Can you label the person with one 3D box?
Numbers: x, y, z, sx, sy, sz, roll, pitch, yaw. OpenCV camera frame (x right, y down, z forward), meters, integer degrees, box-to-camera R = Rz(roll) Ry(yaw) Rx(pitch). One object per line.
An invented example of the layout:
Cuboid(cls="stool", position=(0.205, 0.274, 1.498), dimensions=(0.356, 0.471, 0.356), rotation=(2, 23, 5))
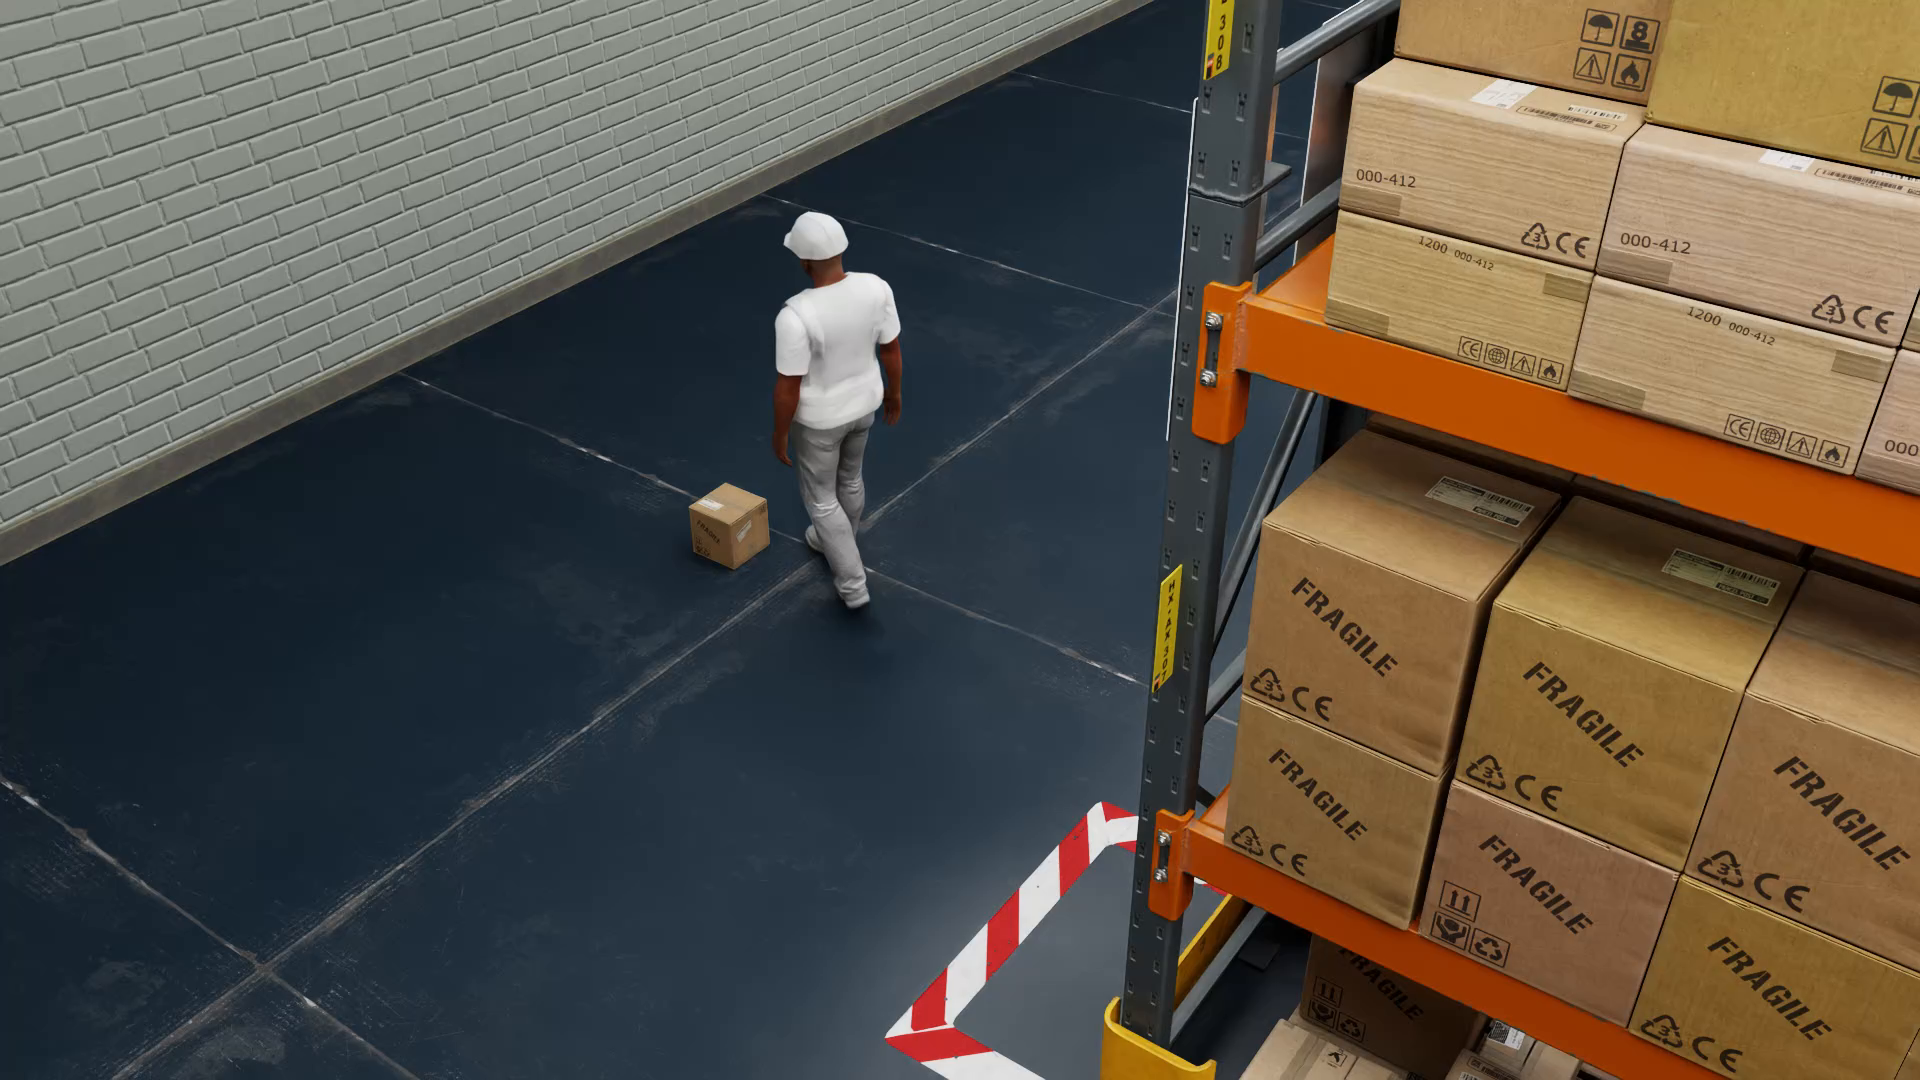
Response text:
Cuboid(cls="person", position=(-0.539, -0.563, 6.941), dimensions=(0.606, 1.762, 0.693), rotation=(-24, 41, -31))
